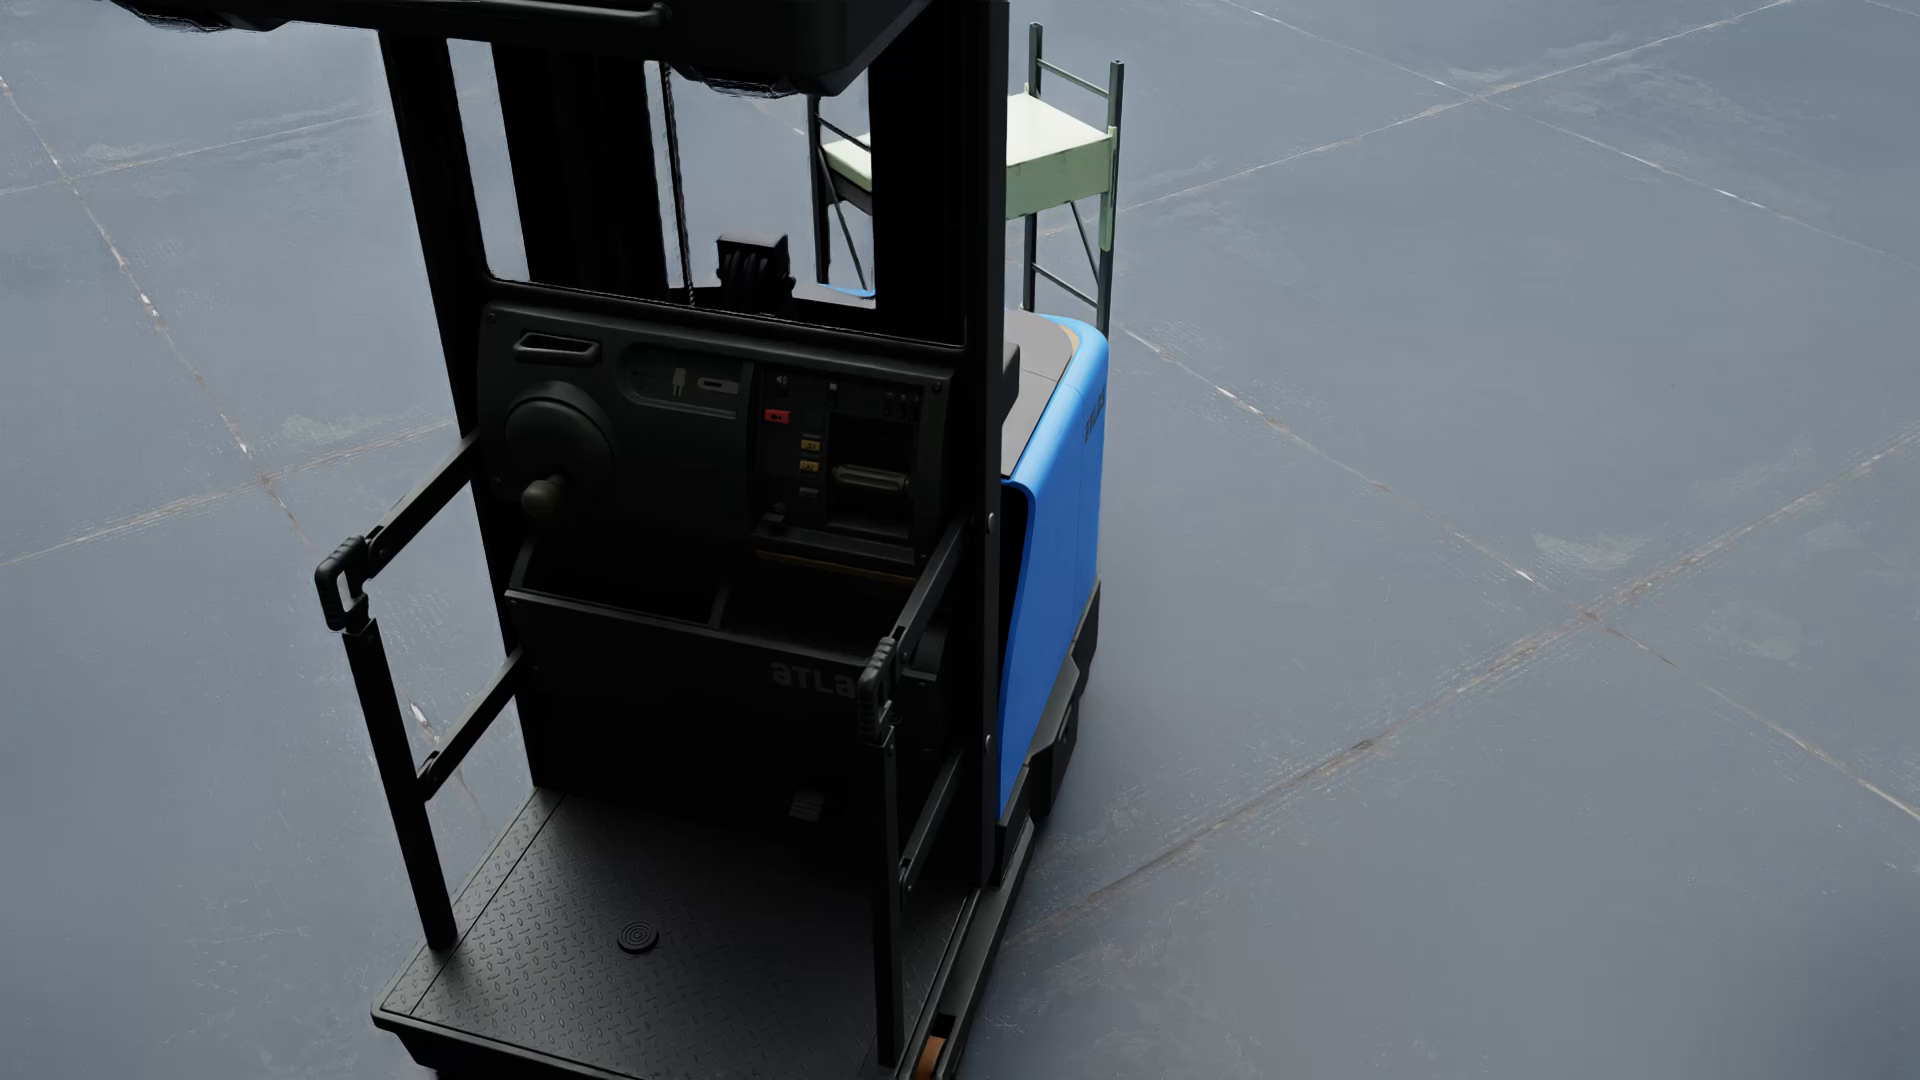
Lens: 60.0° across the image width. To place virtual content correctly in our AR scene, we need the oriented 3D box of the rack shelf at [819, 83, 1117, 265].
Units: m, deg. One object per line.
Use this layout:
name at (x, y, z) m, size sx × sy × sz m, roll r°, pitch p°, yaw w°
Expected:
rack shelf at (0.018, -0.960, 4.632) m, size 0.720 × 0.370 × 0.431 m, roll -22°, pitch 41°, yaw -27°

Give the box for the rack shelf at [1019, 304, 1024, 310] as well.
rack shelf at (0.018, -0.378, 5.050) m, size 0.720 × 0.370 × 0.431 m, roll -22°, pitch 41°, yaw -27°

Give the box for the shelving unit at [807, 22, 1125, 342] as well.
shelving unit at (0.018, -0.643, 4.860) m, size 0.755 × 1.500 × 0.431 m, roll -22°, pitch 41°, yaw -27°

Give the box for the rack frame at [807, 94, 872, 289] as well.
rack frame at (-0.283, -0.522, 4.691) m, size 0.023 × 1.500 × 0.400 m, roll -22°, pitch 41°, yaw -27°

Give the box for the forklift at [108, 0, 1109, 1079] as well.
forklift at (-0.530, -0.126, 2.915) m, size 1.130 × 2.935 × 3.031 m, roll 10°, pitch 37°, yaw 14°

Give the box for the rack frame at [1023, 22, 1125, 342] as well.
rack frame at (0.320, -0.764, 5.028) m, size 0.023 × 1.500 × 0.400 m, roll -22°, pitch 41°, yaw -27°
